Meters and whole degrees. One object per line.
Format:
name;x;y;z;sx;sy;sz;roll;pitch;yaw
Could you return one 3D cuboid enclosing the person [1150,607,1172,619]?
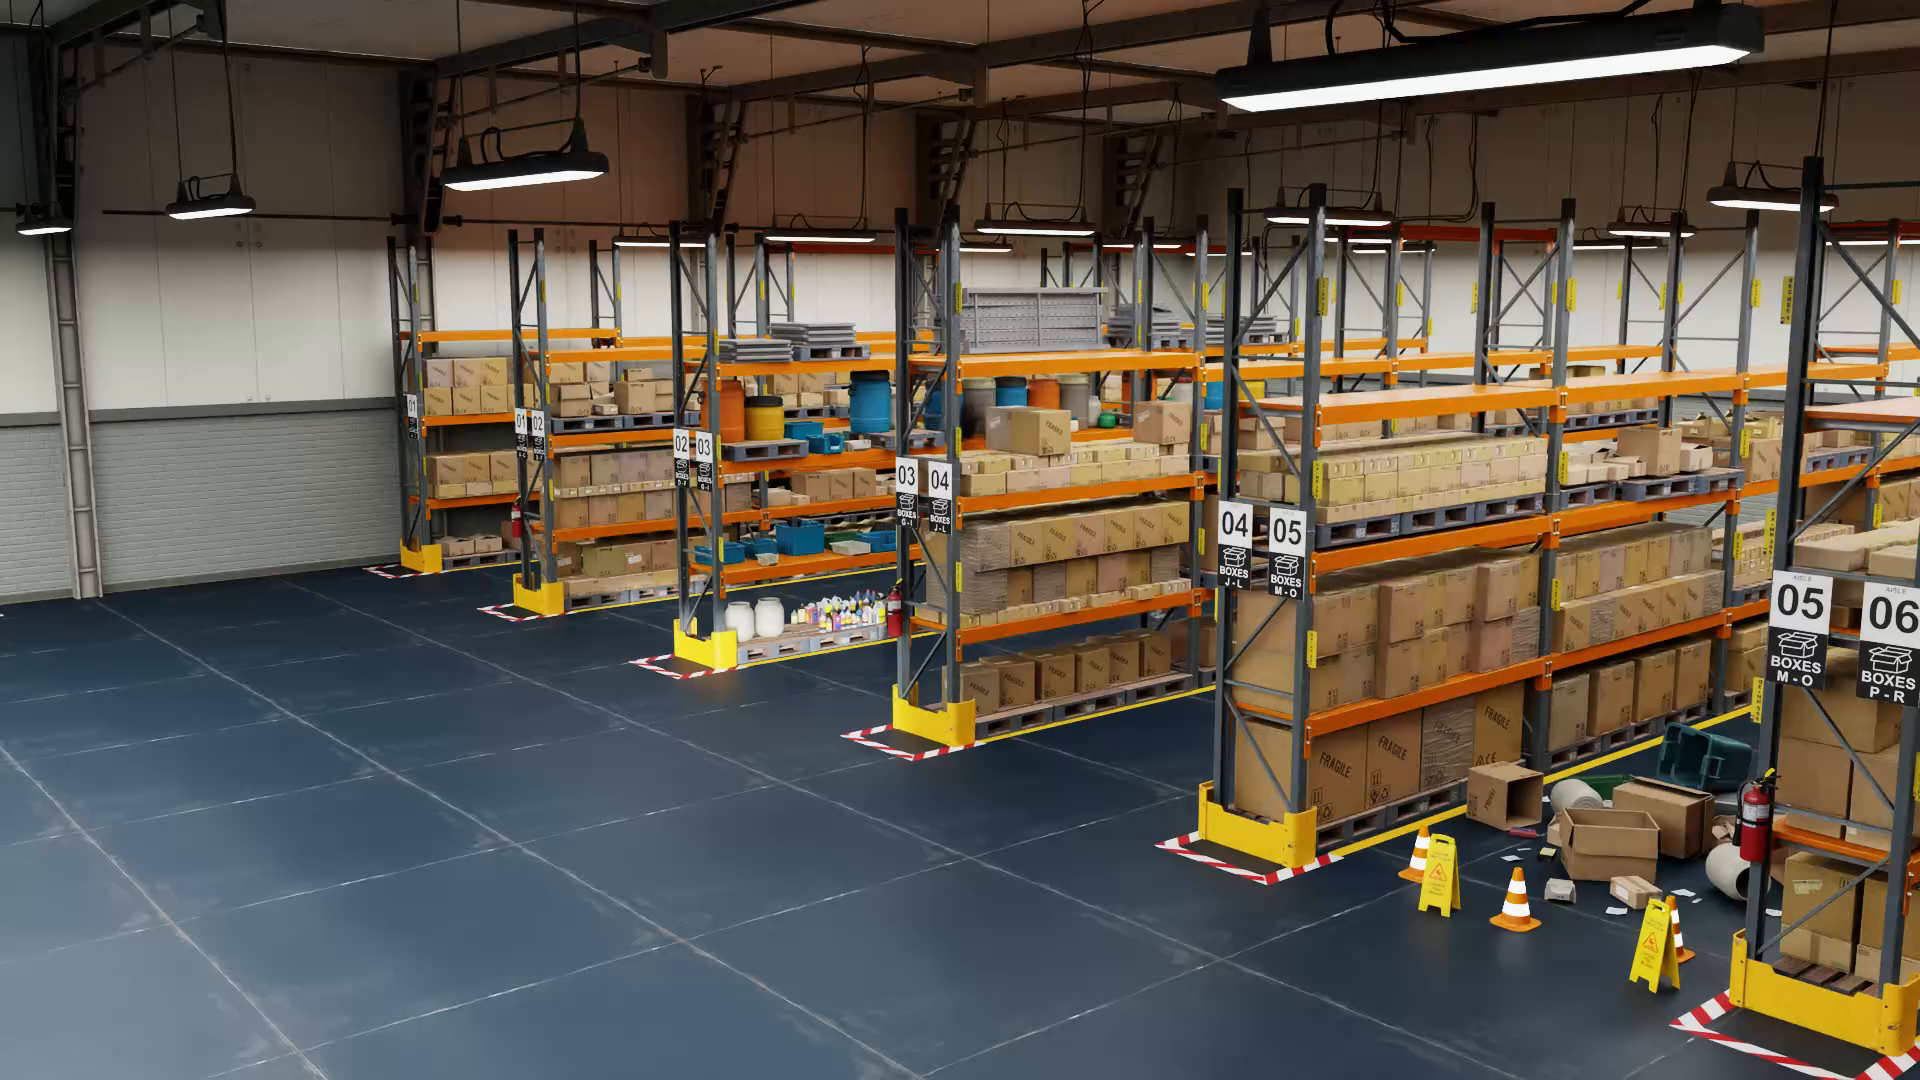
person;2.871;0.365;24.172;0.723;1.645;0.573;-6;11;-33
